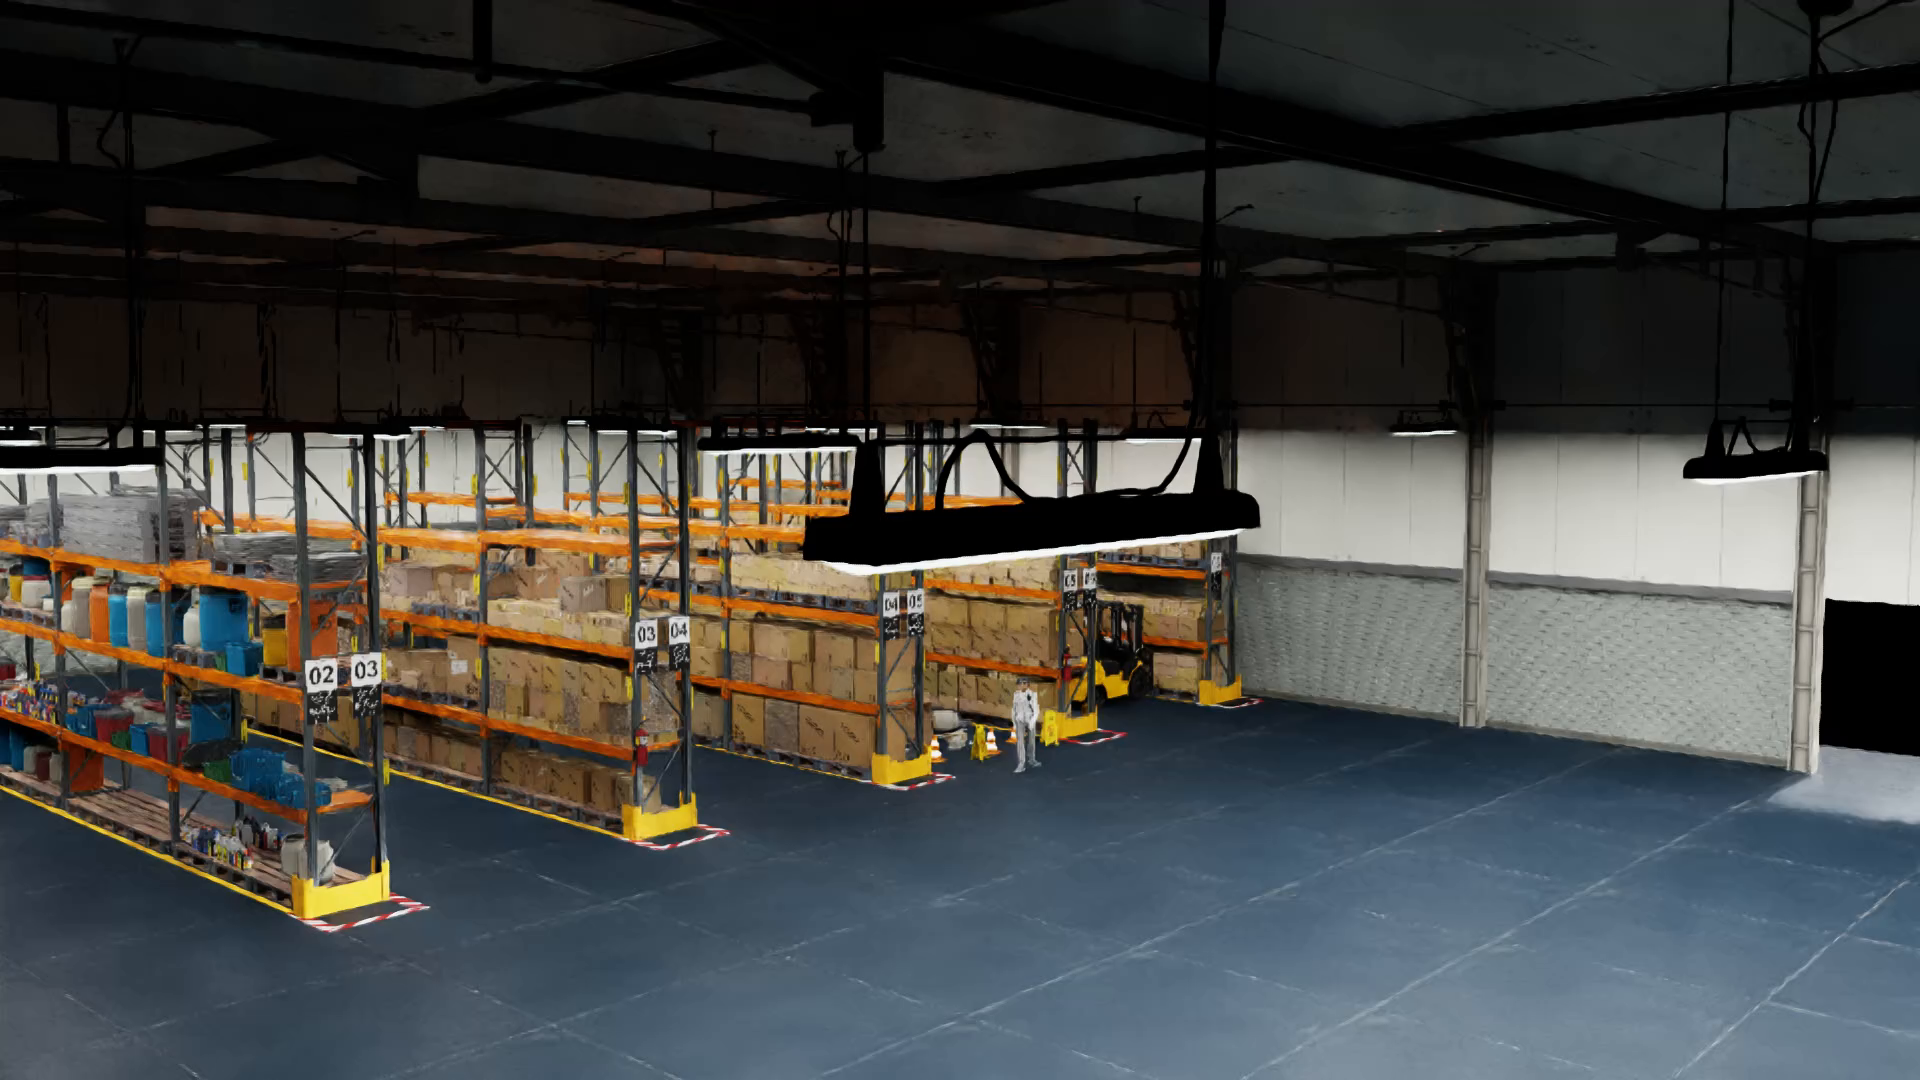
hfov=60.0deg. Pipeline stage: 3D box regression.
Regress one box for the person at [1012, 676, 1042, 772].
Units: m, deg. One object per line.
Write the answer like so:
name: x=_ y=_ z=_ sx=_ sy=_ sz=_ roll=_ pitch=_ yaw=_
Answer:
person: x=1.144 y=3.151 z=28.790 sx=0.500 sy=1.658 sz=0.680 roll=1 pitch=5 yaw=12

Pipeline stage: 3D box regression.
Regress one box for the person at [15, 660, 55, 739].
person: x=-17.333 y=2.996 z=30.892 sx=0.827 sy=1.606 sz=0.621 roll=2 pitch=5 yaw=25
